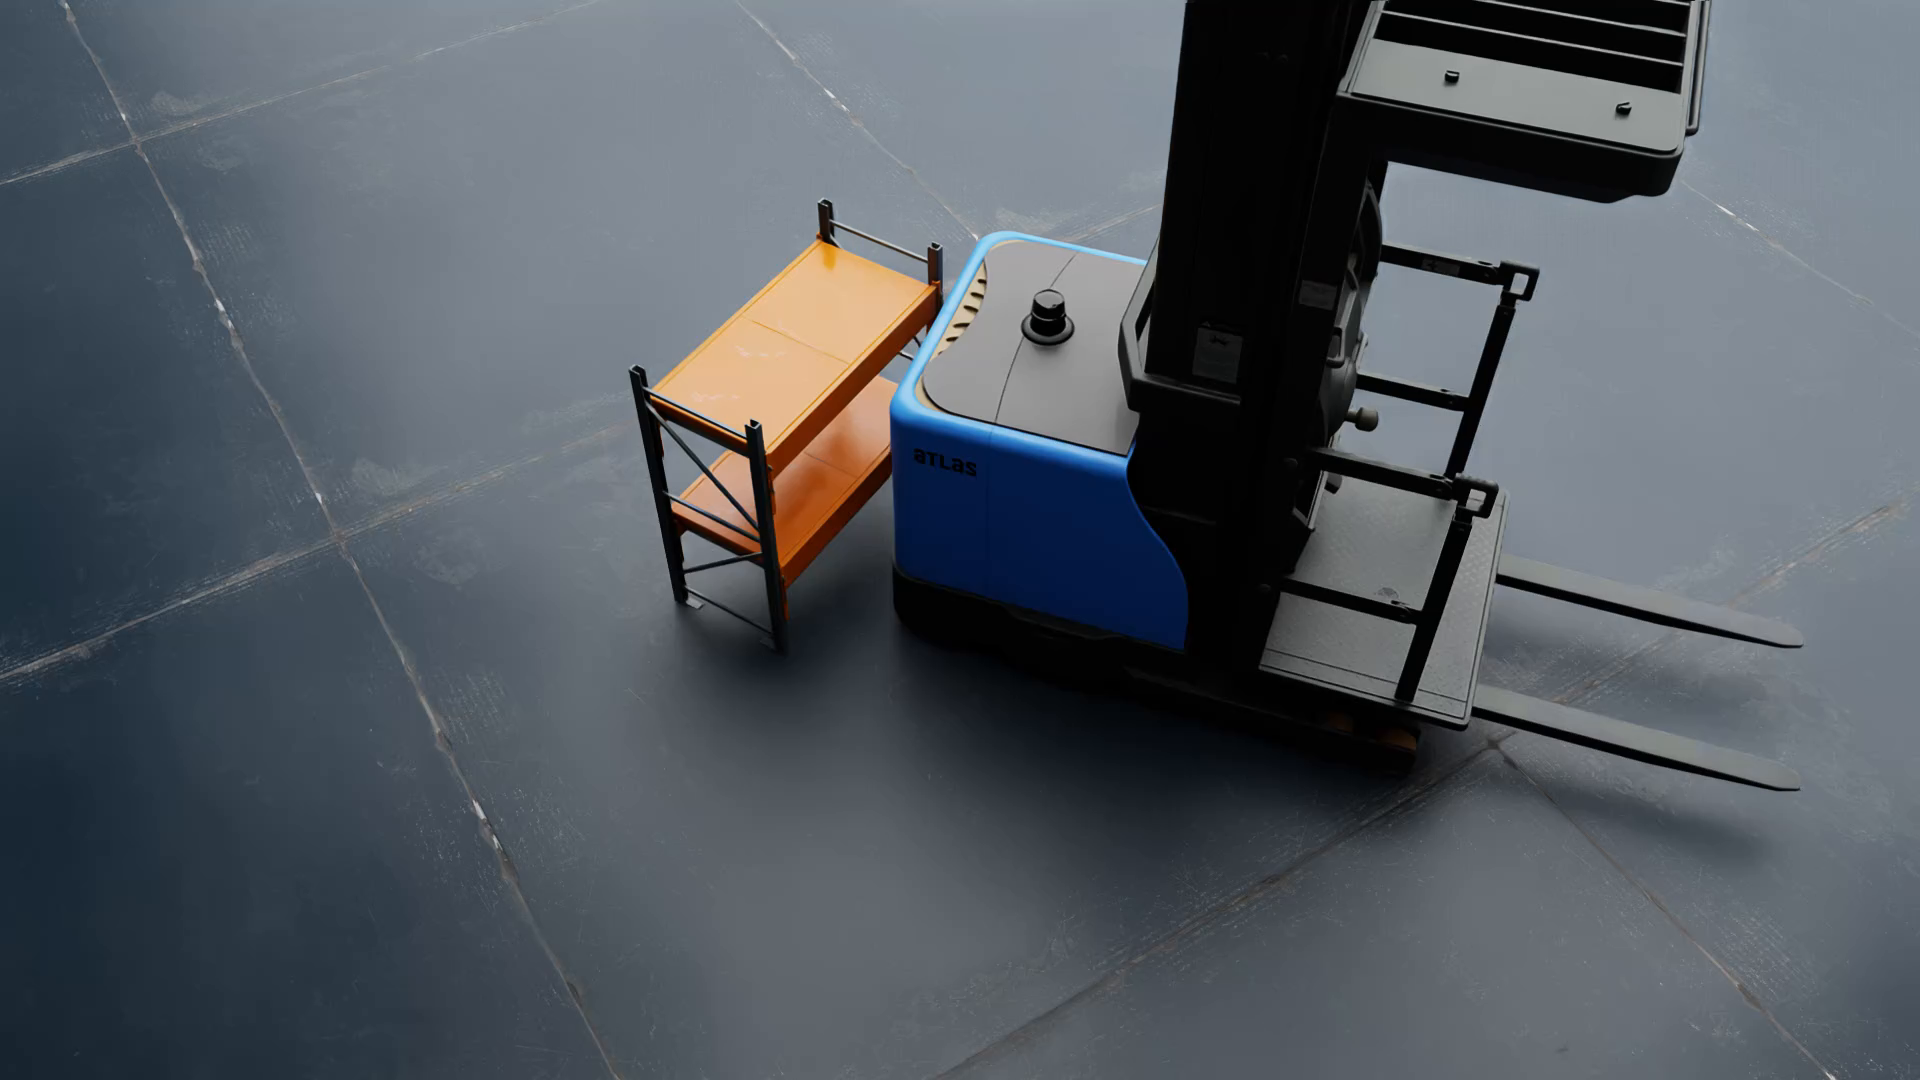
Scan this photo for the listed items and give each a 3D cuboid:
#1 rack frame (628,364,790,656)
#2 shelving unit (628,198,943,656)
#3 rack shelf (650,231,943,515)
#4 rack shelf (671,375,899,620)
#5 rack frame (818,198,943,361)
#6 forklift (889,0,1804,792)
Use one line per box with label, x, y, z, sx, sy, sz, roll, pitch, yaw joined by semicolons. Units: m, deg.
rack frame;-0.823;-0.072;5.561;0.500;1.125;0.032;25;53;21
shelving unit;-0.550;-0.392;5.846;0.538;1.125;1.048;25;53;21
rack shelf;-0.550;-0.587;5.628;0.538;0.278;1.000;25;53;21
rack shelf;-0.550;-0.230;6.029;0.538;0.278;1.000;25;53;21
rack frame;-0.277;-0.713;6.131;0.500;1.125;0.032;25;53;21
forklift;1.336;-0.648;4.864;3.031;2.935;1.130;15;50;13
